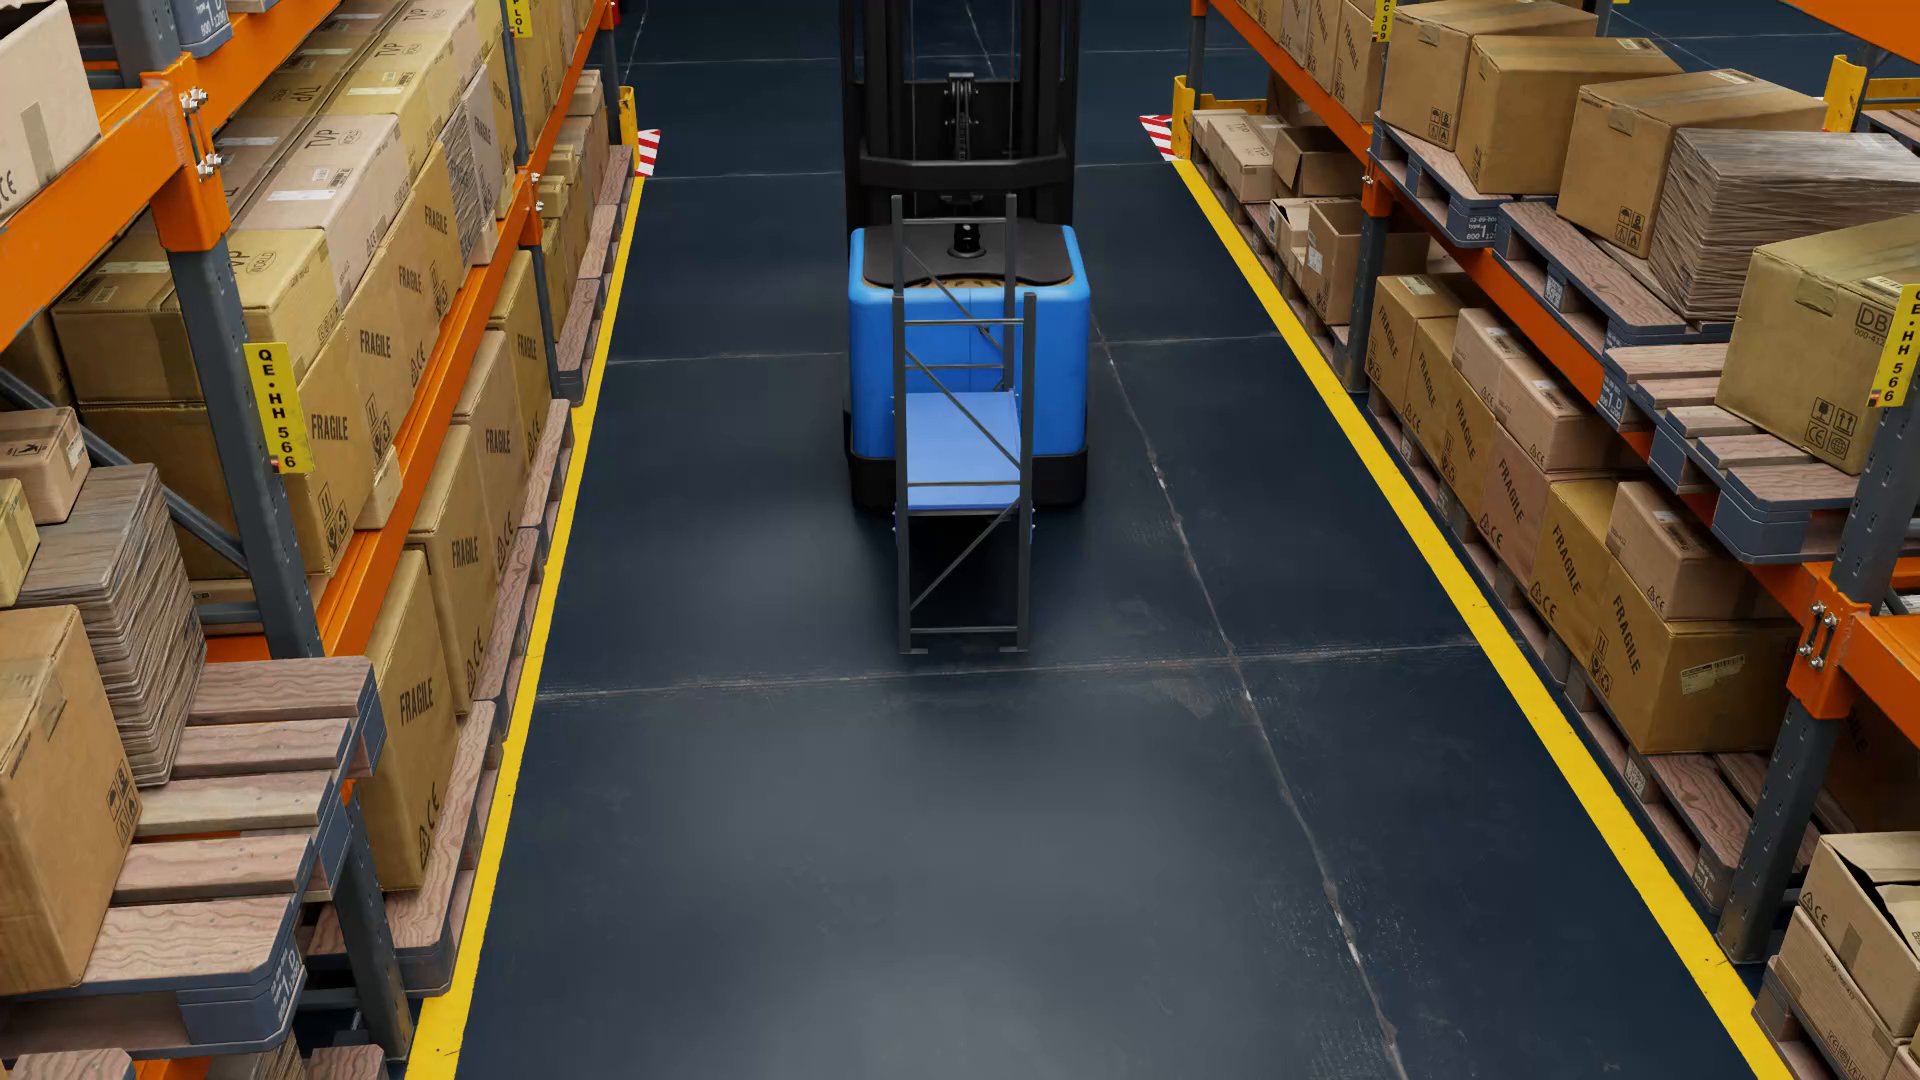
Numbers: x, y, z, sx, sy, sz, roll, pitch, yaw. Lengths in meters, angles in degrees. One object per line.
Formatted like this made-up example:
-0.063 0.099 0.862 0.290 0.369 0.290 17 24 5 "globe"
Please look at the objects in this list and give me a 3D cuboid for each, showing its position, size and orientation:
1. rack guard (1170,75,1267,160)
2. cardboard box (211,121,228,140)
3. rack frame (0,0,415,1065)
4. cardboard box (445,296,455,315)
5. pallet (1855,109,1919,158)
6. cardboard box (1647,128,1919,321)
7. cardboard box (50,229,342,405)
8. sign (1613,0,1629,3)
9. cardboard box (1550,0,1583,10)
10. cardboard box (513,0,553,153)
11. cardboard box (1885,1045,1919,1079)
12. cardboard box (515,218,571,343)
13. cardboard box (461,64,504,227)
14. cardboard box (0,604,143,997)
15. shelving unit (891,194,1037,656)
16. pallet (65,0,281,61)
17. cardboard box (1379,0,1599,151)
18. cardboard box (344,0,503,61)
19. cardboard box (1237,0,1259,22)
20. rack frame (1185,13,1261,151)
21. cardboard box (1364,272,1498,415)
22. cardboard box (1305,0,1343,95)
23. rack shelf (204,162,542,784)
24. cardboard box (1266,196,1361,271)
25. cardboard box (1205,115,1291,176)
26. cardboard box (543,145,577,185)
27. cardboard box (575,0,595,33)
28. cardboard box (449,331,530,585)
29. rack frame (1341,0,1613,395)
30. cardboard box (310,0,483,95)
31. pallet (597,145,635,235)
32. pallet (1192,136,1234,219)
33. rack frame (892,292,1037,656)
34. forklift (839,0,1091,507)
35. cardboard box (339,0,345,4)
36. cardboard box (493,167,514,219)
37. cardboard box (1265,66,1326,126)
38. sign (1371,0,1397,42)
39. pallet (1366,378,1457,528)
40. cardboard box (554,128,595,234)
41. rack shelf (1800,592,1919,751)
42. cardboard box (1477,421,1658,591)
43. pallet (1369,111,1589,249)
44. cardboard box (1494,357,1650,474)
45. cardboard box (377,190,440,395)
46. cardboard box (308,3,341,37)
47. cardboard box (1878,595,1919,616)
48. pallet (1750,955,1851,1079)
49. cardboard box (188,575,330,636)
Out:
2.108 -3.013 11.807 1.175 0.500 0.348 -3 31 -5 "rack guard"
-2.474 -1.049 4.942 0.500 0.250 0.500 -4 31 -6 "cardboard box"
-2.084 0.198 3.993 1.000 3.000 0.127 -3 31 -5 "rack frame"
-2.069 -0.935 6.115 0.380 0.149 0.250 -4 31 -6 "cardboard box"
7.071 -2.741 11.632 1.003 0.211 1.213 -3 31 -5 "pallet"
2.782 -1.056 5.586 0.700 0.500 0.500 3 31 5 "cardboard box"
-1.872 -0.562 4.127 0.500 0.250 0.500 -2 31 -3 "cardboard box"
3.027 -2.609 7.563 0.100 0.325 0.005 -3 31 -5 "sign"
2.710 -2.809 7.956 0.500 0.500 0.500 -2 31 -3 "cardboard box"
-2.492 -2.250 7.800 0.980 0.700 0.700 -2 31 -4 "cardboard box"
2.652 1.497 4.090 0.500 0.250 0.500 -4 31 -6 "cardboard box"
-2.425 -1.338 8.592 0.700 0.500 0.500 -2 31 -4 "cardboard box"
-2.106 -1.539 6.495 0.500 0.500 0.500 -3 31 -4 "cardboard box"
-1.951 0.490 2.978 0.700 0.500 0.500 -6 31 -9 "cardboard box"
-0.004 -0.465 6.567 0.538 1.500 1.048 -1 31 -2 "shelving unit"
-2.197 -1.334 3.818 1.213 0.211 1.003 -1 31 -2 "pallet"
2.296 -2.054 7.256 0.700 0.500 0.500 -13 33 -21 "cardboard box"
-2.159 -2.119 6.734 0.500 0.250 0.500 -2 31 -3 "cardboard box"
1.977 -3.409 9.935 0.500 0.500 0.500 -3 31 -5 "cardboard box"
2.101 -4.125 11.231 1.000 3.000 0.127 -3 31 -5 "rack frame"
2.277 -0.940 7.907 0.500 0.500 0.500 -4 31 -7 "cardboard box"
2.123 -2.632 8.634 0.500 0.500 0.500 -2 31 -3 "cardboard box"
-2.270 -0.514 5.887 1.077 0.370 4.000 -3 31 -5 "rack shelf"
2.069 -1.778 9.494 0.500 0.311 0.500 -3 31 -5 "cardboard box"
1.916 -2.587 10.909 0.500 0.250 0.500 -3 31 -5 "cardboard box"
-2.324 -2.066 9.180 0.380 0.149 0.250 -4 31 -6 "cardboard box"
-2.694 -3.384 9.698 0.980 0.700 0.700 -3 31 -5 "cardboard box"
-2.181 -0.322 6.551 0.750 0.750 0.750 -2 31 -3 "cardboard box"
2.474 -2.083 7.812 1.000 3.000 0.127 -3 31 -5 "rack frame"
-2.121 -1.857 6.296 0.500 0.250 0.500 -2 31 -4 "cardboard box"
-2.678 -2.284 10.869 1.003 0.211 1.213 -3 31 -5 "pallet"
2.183 -2.482 11.200 1.003 0.211 1.213 -3 31 -5 "pallet"
0.015 -0.205 6.131 0.500 1.500 0.032 -1 31 -2 "rack frame"
-0.012 -2.127 7.952 1.130 2.935 3.031 -1 31 -2 "forklift"
-2.674 -2.098 6.698 0.500 0.250 0.500 -2 31 -3 "cardboard box"
-2.097 -1.458 6.991 0.380 0.149 0.250 -2 31 -4 "cardboard box"
2.397 -2.975 11.314 0.500 0.500 0.500 -3 31 -5 "cardboard box"
1.935 -2.425 7.540 0.100 0.325 0.005 -3 31 -5 "sign"
2.588 -0.472 7.835 1.003 0.211 1.213 -3 31 -5 "pallet"
-2.572 -2.128 9.916 0.700 0.500 0.500 -4 31 -6 "cardboard box"
3.035 1.289 2.868 1.077 0.370 4.000 -3 31 -5 "rack shelf"
2.424 -0.155 6.592 0.500 0.500 0.500 -4 31 -6 "cardboard box"
2.440 -1.587 7.170 1.003 0.211 1.213 -3 31 -5 "pallet"
2.418 -0.495 6.432 0.500 0.250 0.500 -3 31 -6 "cardboard box"
-1.959 -0.762 5.194 0.500 0.500 0.500 -3 31 -5 "cardboard box"
-2.618 -1.831 6.252 0.500 0.250 0.500 -2 31 -4 "cardboard box"
3.036 0.330 5.780 0.500 0.500 0.500 -4 31 -6 "cardboard box"
2.886 1.578 4.401 1.003 0.211 1.213 -3 31 -5 "pallet"
-1.884 0.119 4.352 0.380 0.149 0.250 -3 31 -5 "cardboard box"
